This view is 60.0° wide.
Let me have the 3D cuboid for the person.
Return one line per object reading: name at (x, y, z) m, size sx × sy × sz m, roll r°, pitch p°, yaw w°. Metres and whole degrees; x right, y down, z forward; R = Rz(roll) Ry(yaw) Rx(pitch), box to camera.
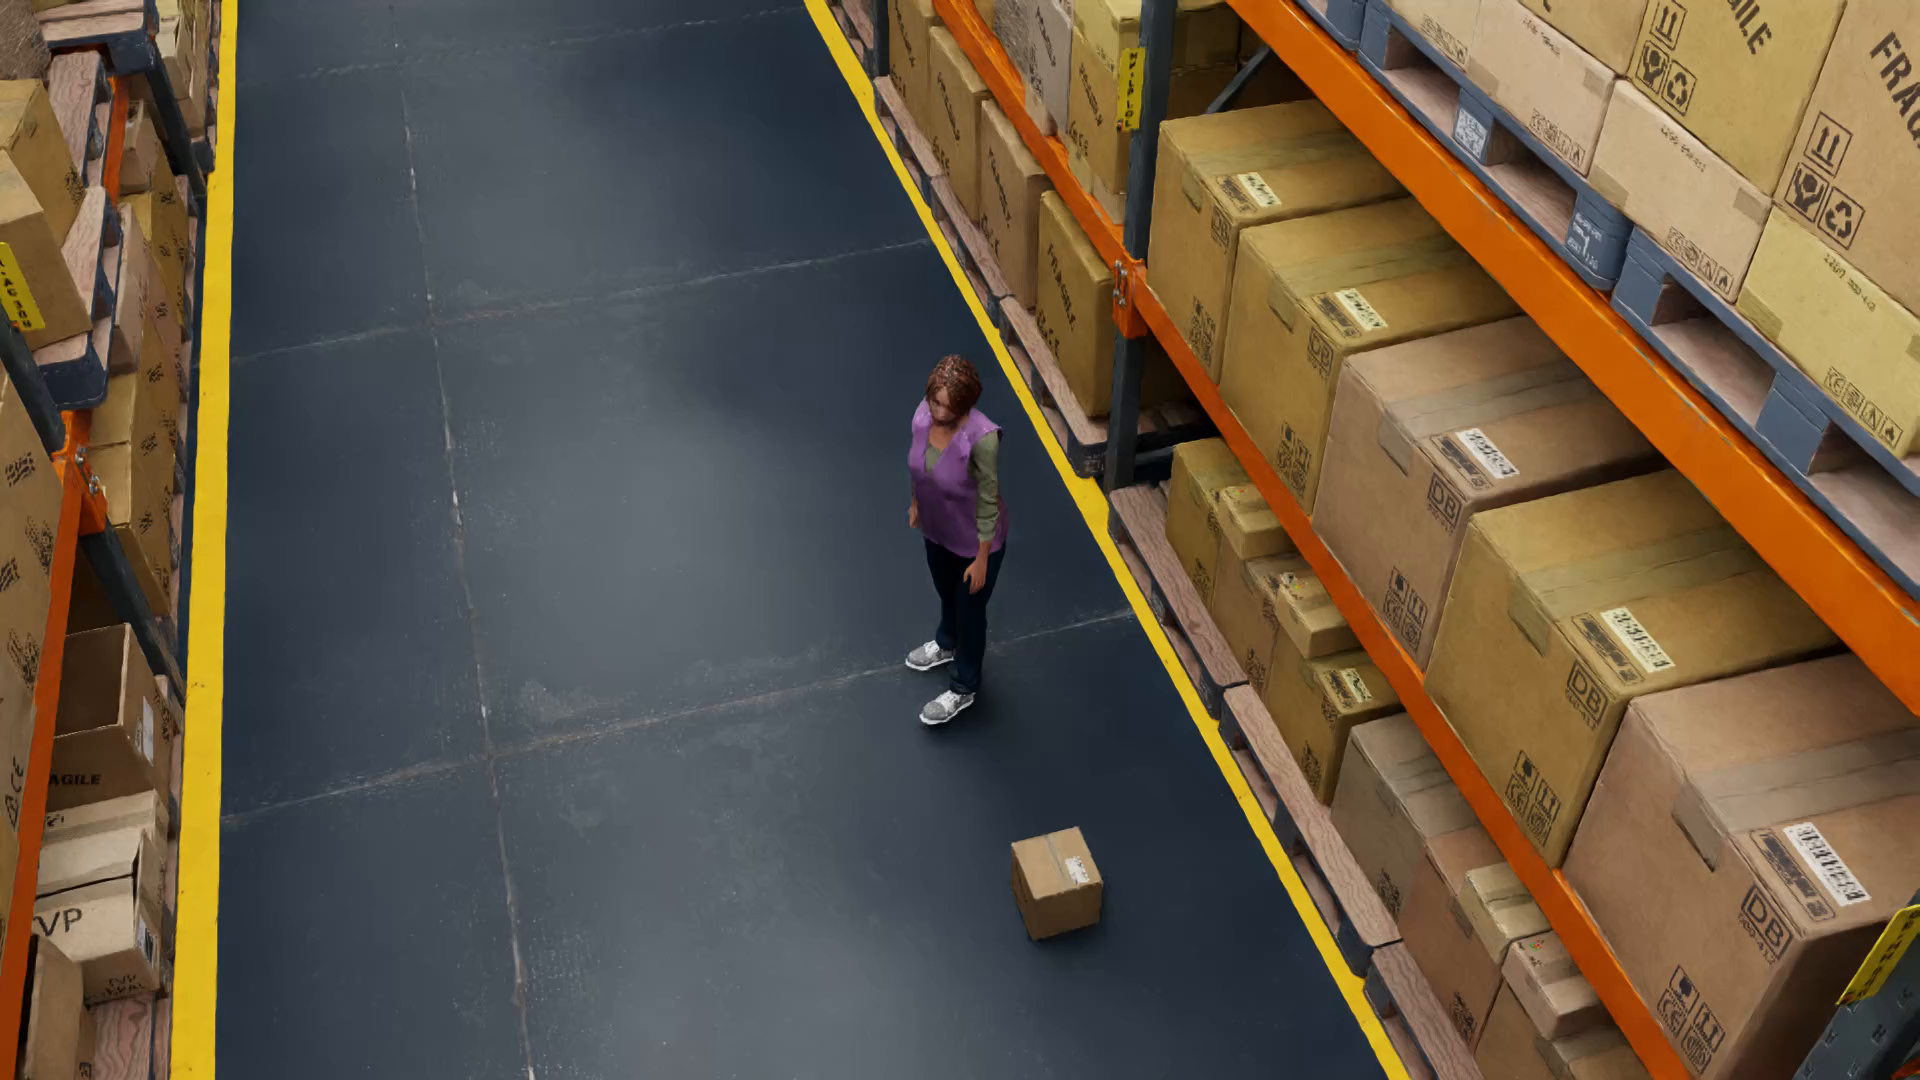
person at (-0.070, -0.005, 6.144) m, size 0.482 × 1.603 × 0.467 m, roll 33°, pitch 52°, yaw 31°
